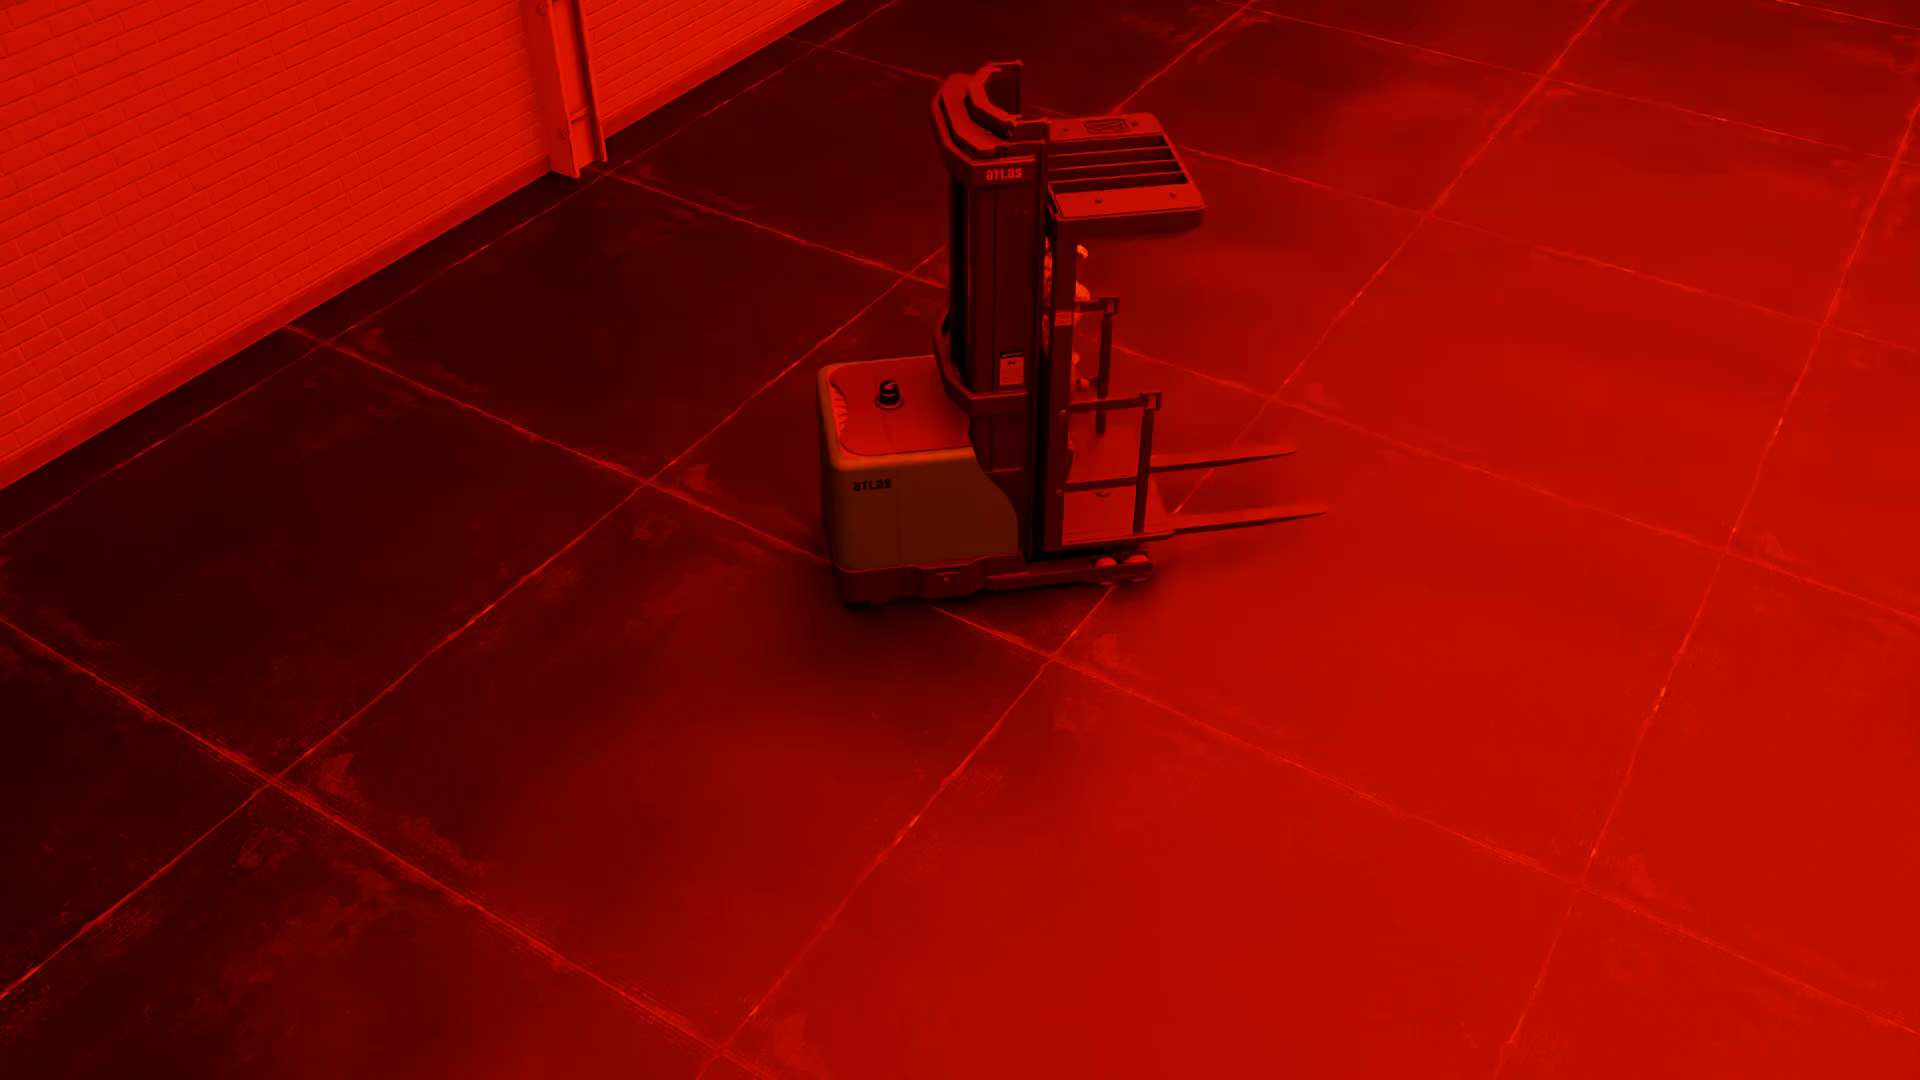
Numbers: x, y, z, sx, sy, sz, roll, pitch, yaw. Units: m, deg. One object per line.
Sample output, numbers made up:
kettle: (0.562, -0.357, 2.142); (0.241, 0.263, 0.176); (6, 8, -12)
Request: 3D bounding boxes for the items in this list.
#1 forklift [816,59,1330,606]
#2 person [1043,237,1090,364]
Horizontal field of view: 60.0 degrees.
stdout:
forklift: (0.702, -1.180, 9.360); (3.031, 2.935, 1.130); (-6, 41, -7)
person: (0.602, -1.922, 11.410); (0.658, 1.466, 0.842); (-3, 40, -4)
